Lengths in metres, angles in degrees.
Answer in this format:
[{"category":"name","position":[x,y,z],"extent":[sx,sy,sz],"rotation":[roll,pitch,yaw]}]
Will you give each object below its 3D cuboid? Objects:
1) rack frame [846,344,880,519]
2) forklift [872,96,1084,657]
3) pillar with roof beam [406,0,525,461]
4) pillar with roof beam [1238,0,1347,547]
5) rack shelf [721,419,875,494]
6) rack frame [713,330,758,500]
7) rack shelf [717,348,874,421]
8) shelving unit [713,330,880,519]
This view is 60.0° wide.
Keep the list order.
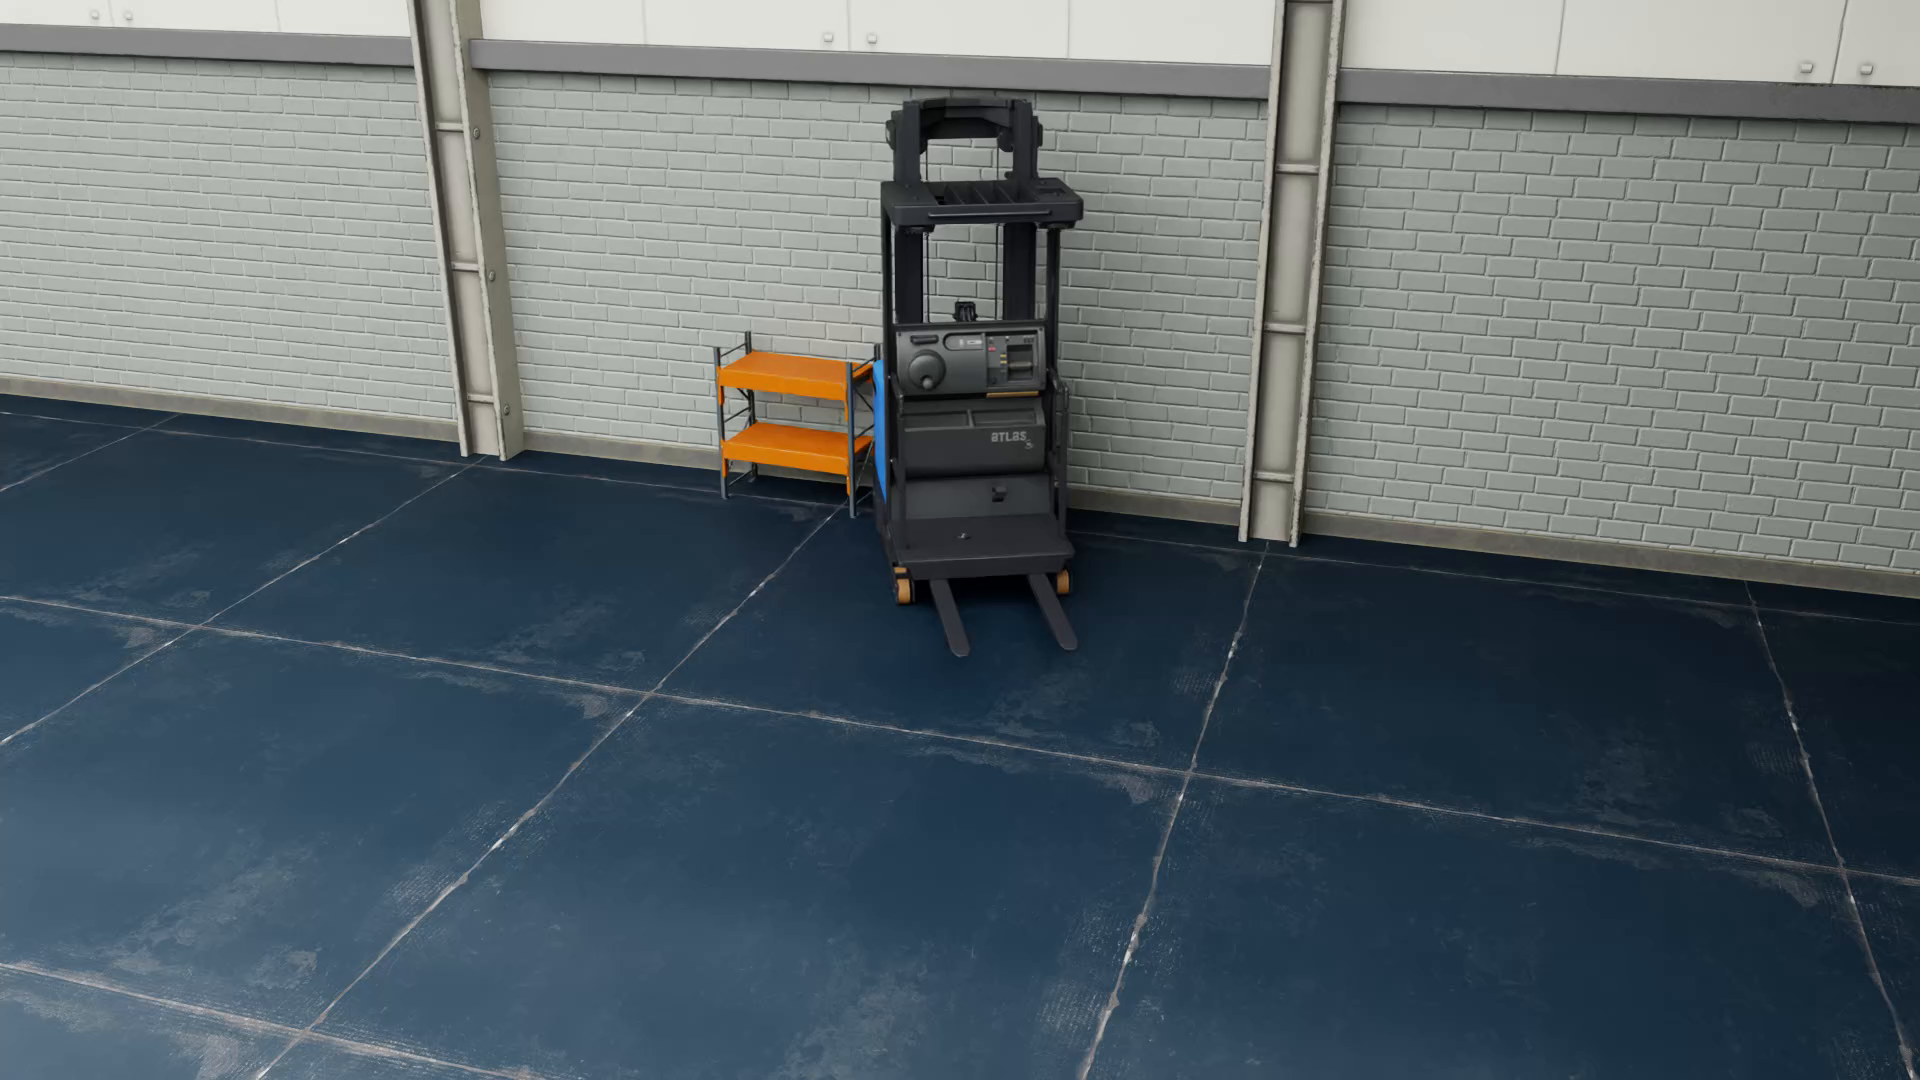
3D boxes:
[{"category":"rack frame","position":[-0.665,-0.760,11.640],"extent":[0.032,1.125,0.500],"rotation":[9,24,20]},{"category":"forklift","position":[0.102,-1.097,10.083],"extent":[1.130,2.935,3.031],"rotation":[-3,23,-8]},{"category":"pillar with roof beam","position":[-4.871,-3.285,7.422],"extent":[0.400,9.000,9.100],"rotation":[7,23,16]},{"category":"pillar with roof beam","position":[0.874,-2.628,5.818],"extent":[0.400,9.000,9.100],"rotation":[7,23,16]},{"category":"rack shelf","position":[-1.138,-0.604,11.905],"extent":[1.000,0.278,0.538],"rotation":[9,24,20]},{"category":"rack frame","position":[-1.611,-0.901,11.985],"extent":[0.032,1.125,0.500],"rotation":[9,24,20]},{"category":"rack shelf","position":[-1.138,-1.101,11.701],"extent":[1.000,0.278,0.538],"rotation":[9,24,20]},{"category":"shelving unit","position":[-1.138,-0.830,11.812],"extent":[1.048,1.125,0.538],"rotation":[9,24,20]}]
